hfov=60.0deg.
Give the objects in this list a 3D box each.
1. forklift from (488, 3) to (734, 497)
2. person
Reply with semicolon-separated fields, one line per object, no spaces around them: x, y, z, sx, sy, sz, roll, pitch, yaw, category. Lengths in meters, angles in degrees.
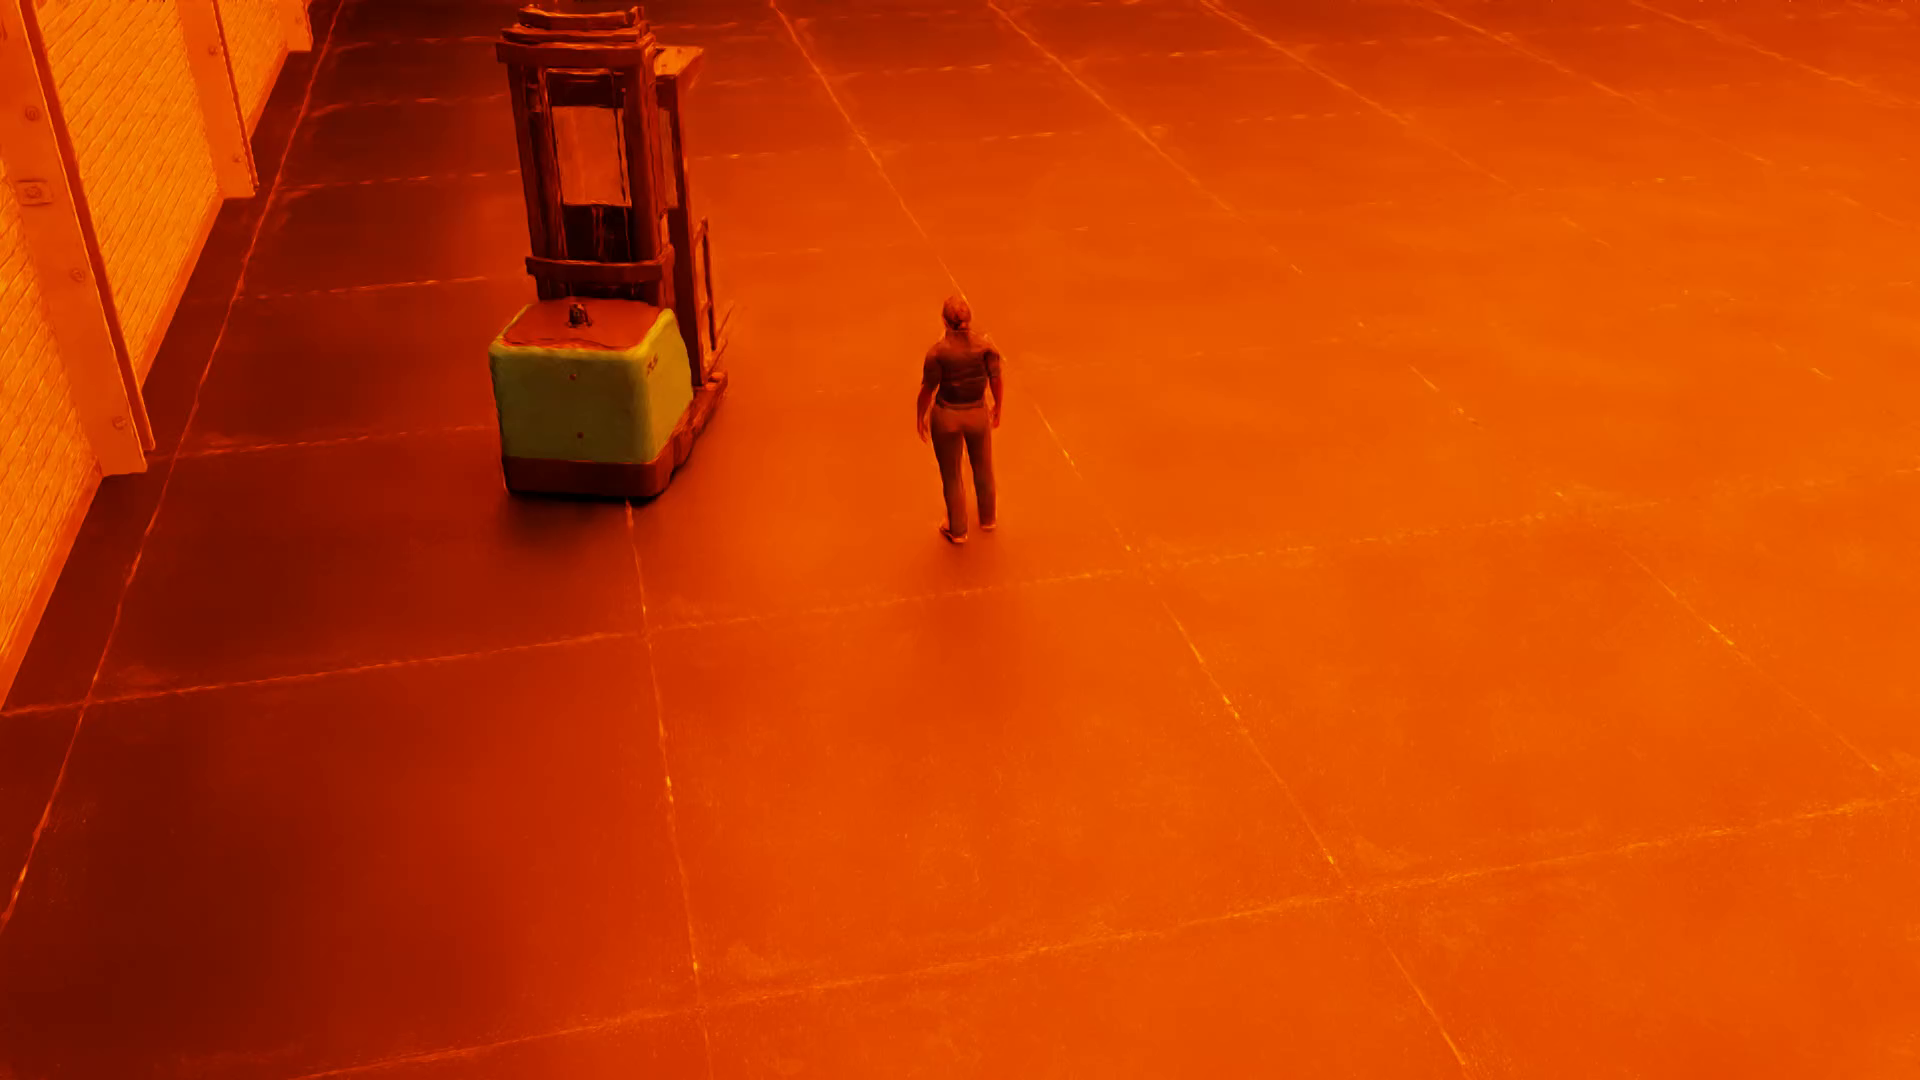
-2.324;-2.262;11.481;1.130;2.935;3.031;3;30;6;forklift
-0.002;-0.767;10.160;0.570;1.654;0.503;-7;31;-12;person
